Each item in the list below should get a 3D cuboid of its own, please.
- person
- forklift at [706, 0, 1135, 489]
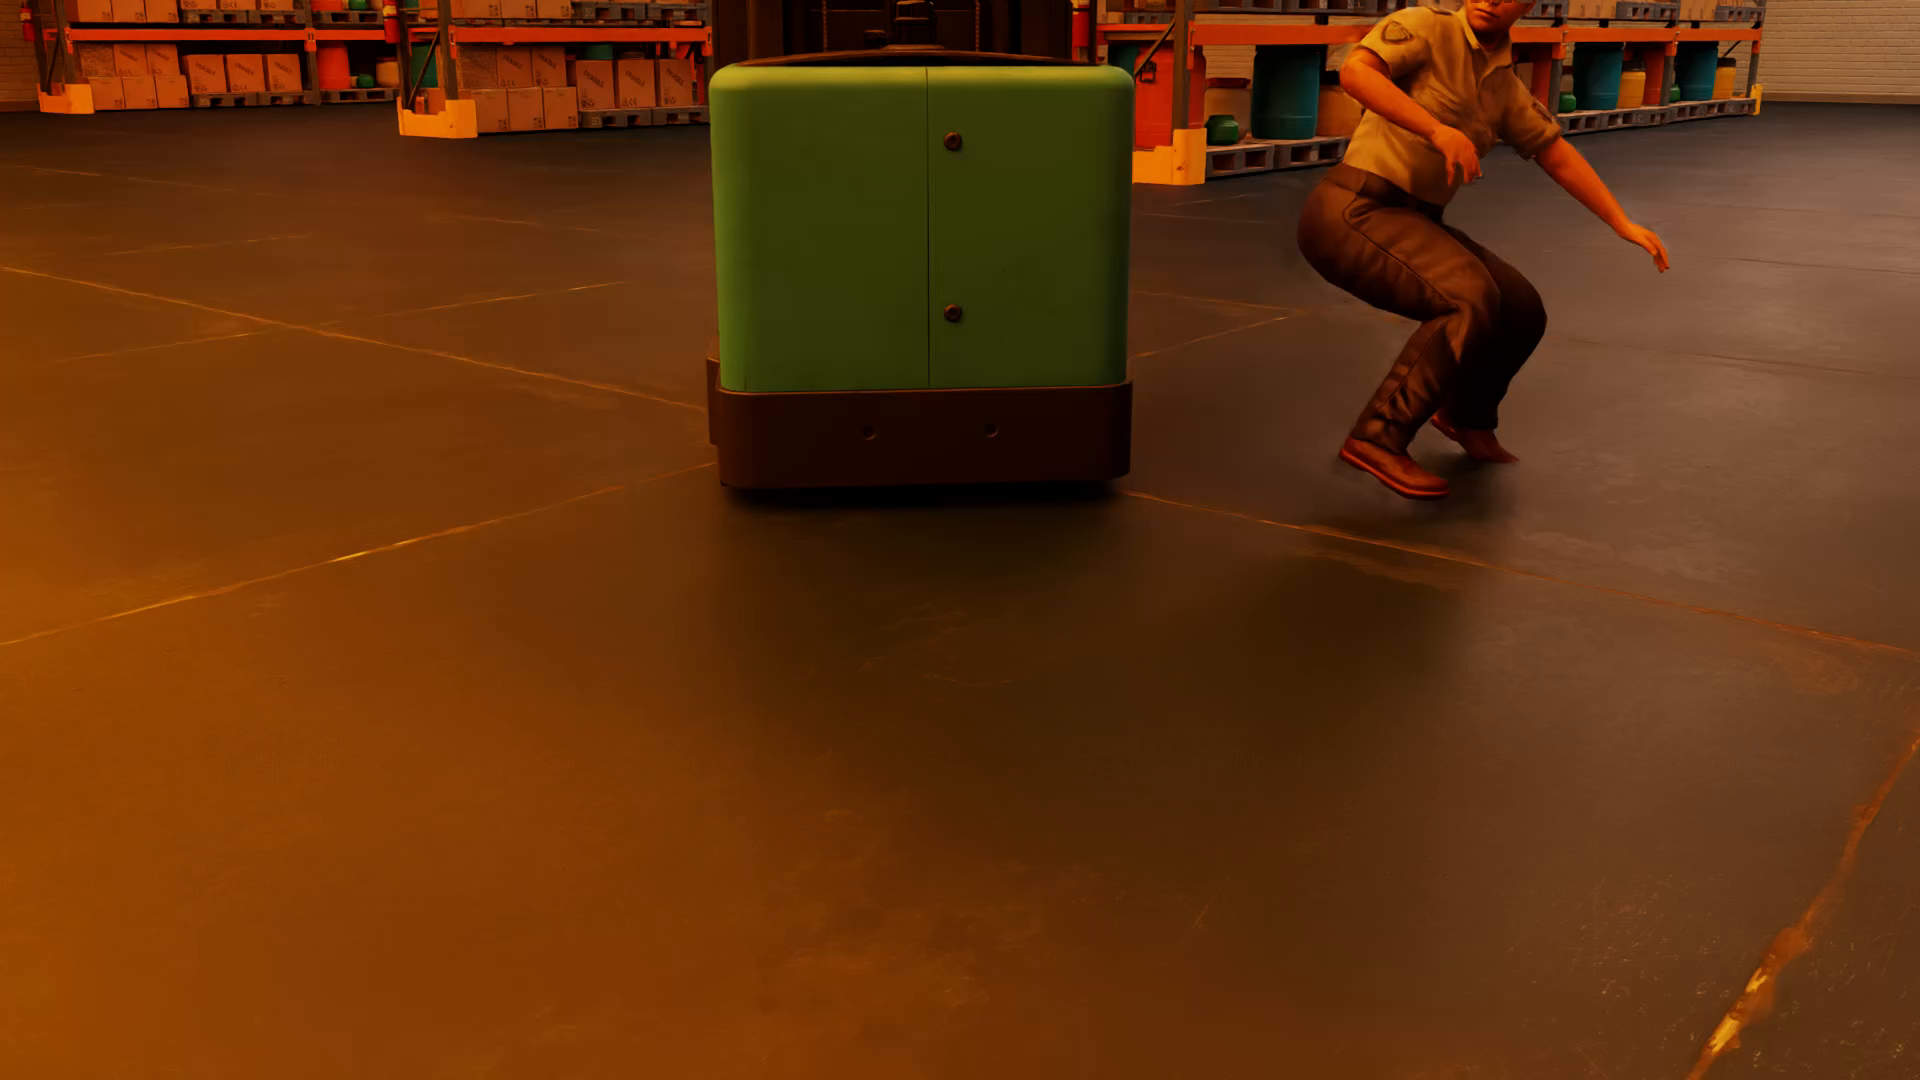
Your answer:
[{"bbox_3d":[1.316,-0.790,4.249,0.802,1.432,0.818,14,22,38],"label":"person"},{"bbox_3d":[-0.229,-1.909,5.184,1.130,2.935,3.031,-2,17,-6],"label":"forklift"}]
